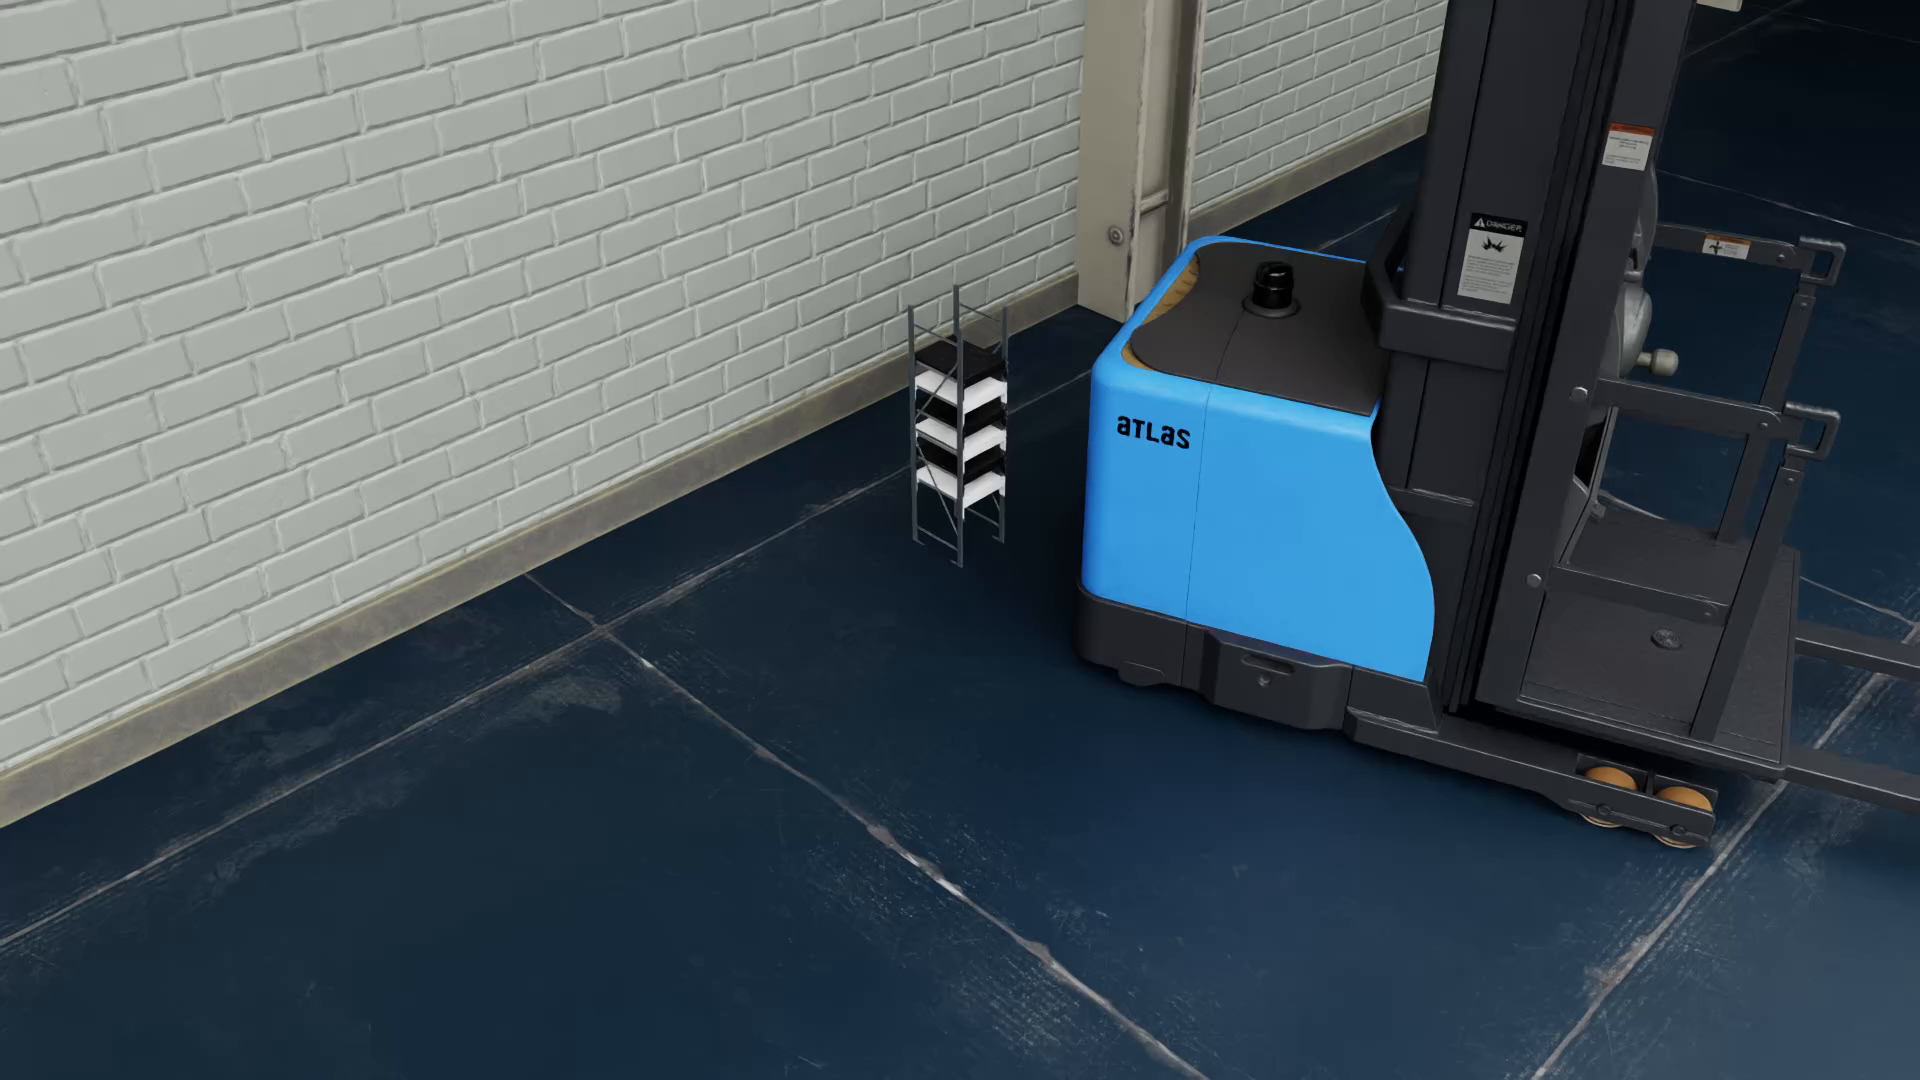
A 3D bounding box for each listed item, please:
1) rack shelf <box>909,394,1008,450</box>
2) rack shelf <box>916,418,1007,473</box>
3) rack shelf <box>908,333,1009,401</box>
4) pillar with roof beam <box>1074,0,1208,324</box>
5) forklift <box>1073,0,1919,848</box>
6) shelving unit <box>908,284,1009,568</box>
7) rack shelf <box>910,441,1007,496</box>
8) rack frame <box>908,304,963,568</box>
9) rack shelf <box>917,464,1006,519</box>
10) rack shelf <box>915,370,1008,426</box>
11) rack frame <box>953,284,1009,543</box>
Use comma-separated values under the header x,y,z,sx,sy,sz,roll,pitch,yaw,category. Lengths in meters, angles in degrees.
x,y,z,sx,sy,sz,roll,pitch,yaw,category
-0.006,-0.412,5.455,0.258,0.077,0.200,30,45,35,rack shelf
-0.006,-0.338,5.507,0.258,0.077,0.200,30,45,35,rack shelf
-0.006,-0.560,5.352,0.258,0.077,0.200,30,45,35,rack shelf
3.789,-3.016,2.208,9.100,9.000,0.400,30,45,35,pillar with roof beam
1.913,-0.709,4.204,3.031,2.935,1.130,14,37,20,forklift
-0.006,-0.366,5.488,0.258,0.900,0.210,30,45,35,shelving unit
-0.006,-0.265,5.558,0.258,0.077,0.200,30,45,35,rack shelf
-0.077,-0.325,5.429,0.240,0.900,0.006,30,45,35,rack frame
-0.006,-0.191,5.610,0.258,0.077,0.200,30,45,35,rack shelf
-0.006,-0.486,5.404,0.258,0.077,0.200,30,45,35,rack shelf
0.066,-0.407,5.547,0.240,0.900,0.006,30,45,35,rack frame
